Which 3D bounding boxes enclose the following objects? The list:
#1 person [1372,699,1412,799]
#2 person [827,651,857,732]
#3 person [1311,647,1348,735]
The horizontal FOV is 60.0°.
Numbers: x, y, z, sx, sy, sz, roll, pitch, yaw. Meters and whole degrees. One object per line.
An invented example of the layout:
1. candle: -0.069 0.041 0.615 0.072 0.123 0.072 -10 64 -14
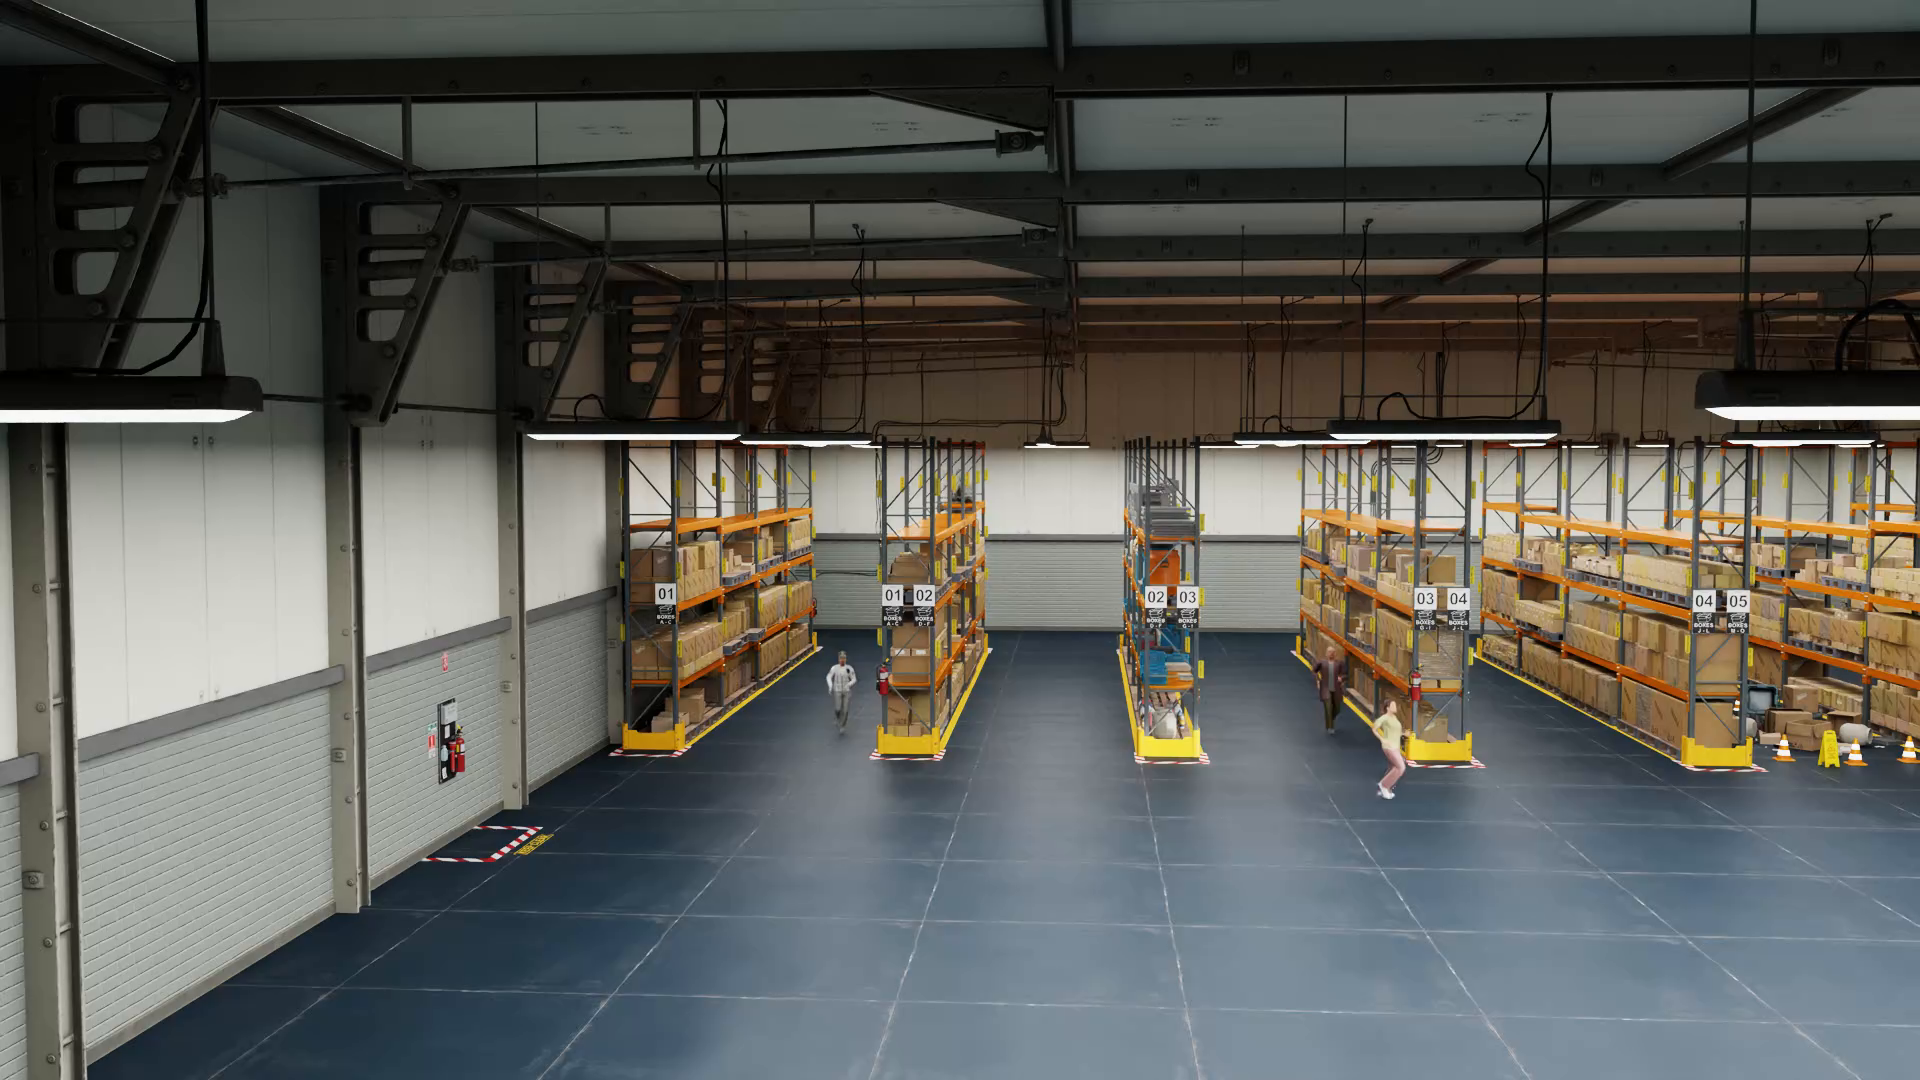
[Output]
1. person: 7.115 3.438 27.305 0.562 1.616 0.566 2 4 37
2. person: -2.397 3.088 33.771 0.605 1.659 0.535 0 3 -7
3. person: 7.517 3.040 33.786 0.720 1.747 0.917 0 3 4
